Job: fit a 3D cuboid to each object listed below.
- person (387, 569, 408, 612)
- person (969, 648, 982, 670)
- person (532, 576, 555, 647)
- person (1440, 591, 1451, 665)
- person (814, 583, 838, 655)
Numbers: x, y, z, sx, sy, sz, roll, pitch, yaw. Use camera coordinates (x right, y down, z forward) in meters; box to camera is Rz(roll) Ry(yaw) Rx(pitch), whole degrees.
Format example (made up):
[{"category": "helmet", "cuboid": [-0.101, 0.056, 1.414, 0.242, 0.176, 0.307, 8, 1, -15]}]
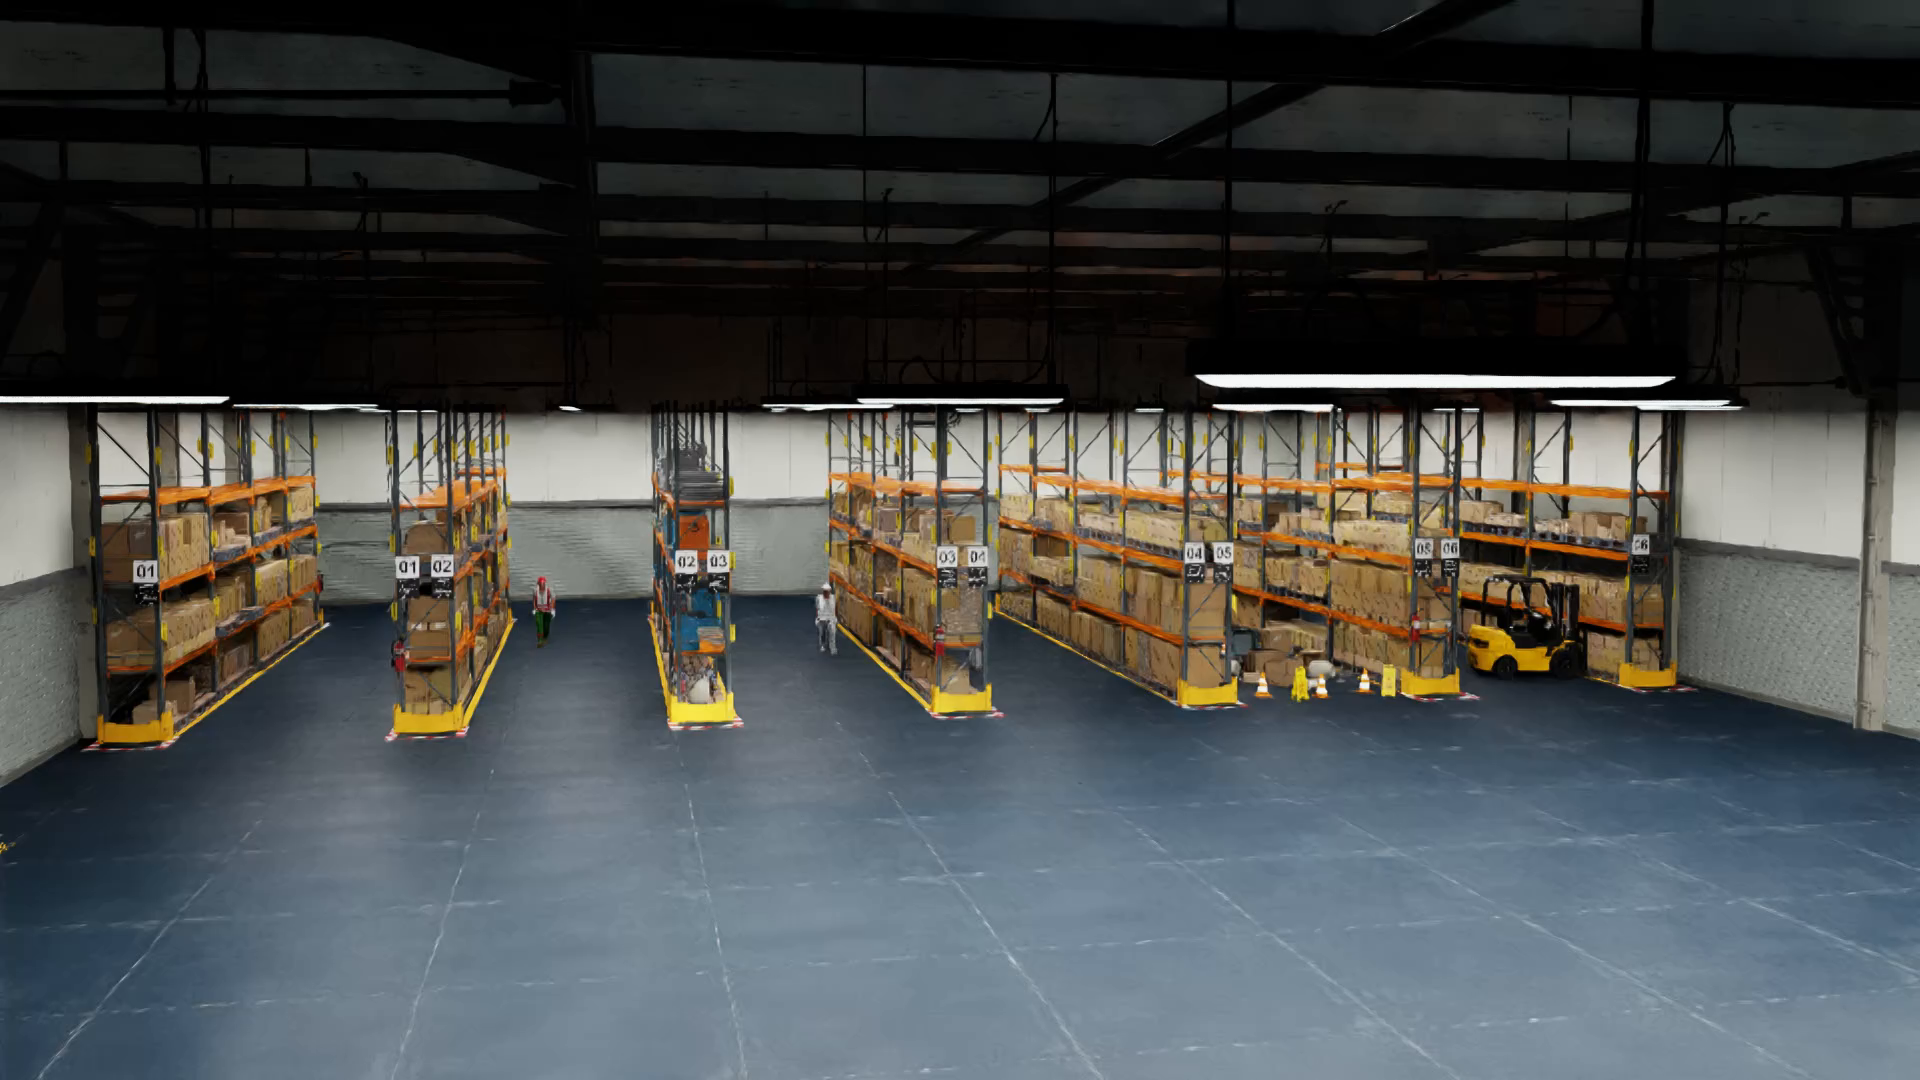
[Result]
[{"category": "person", "cuboid": [-16.230, 1.273, 48.080, 0.503, 1.660, 0.644, 3, 5, 37]}, {"category": "person", "cuboid": [0.418, 2.019, 37.365, 0.478, 1.759, 0.589, -4, 6, -40]}, {"category": "person", "cuboid": [-10.314, 1.751, 41.200, 0.564, 1.736, 1.044, -1, 4, -13]}, {"category": "person", "cuboid": [11.076, 2.003, 38.130, 0.542, 1.667, 0.572, 1, 5, 19]}, {"category": "person", "cuboid": [-3.191, 1.867, 39.698, 0.566, 1.706, 1.122, -1, 4, -10]}]
